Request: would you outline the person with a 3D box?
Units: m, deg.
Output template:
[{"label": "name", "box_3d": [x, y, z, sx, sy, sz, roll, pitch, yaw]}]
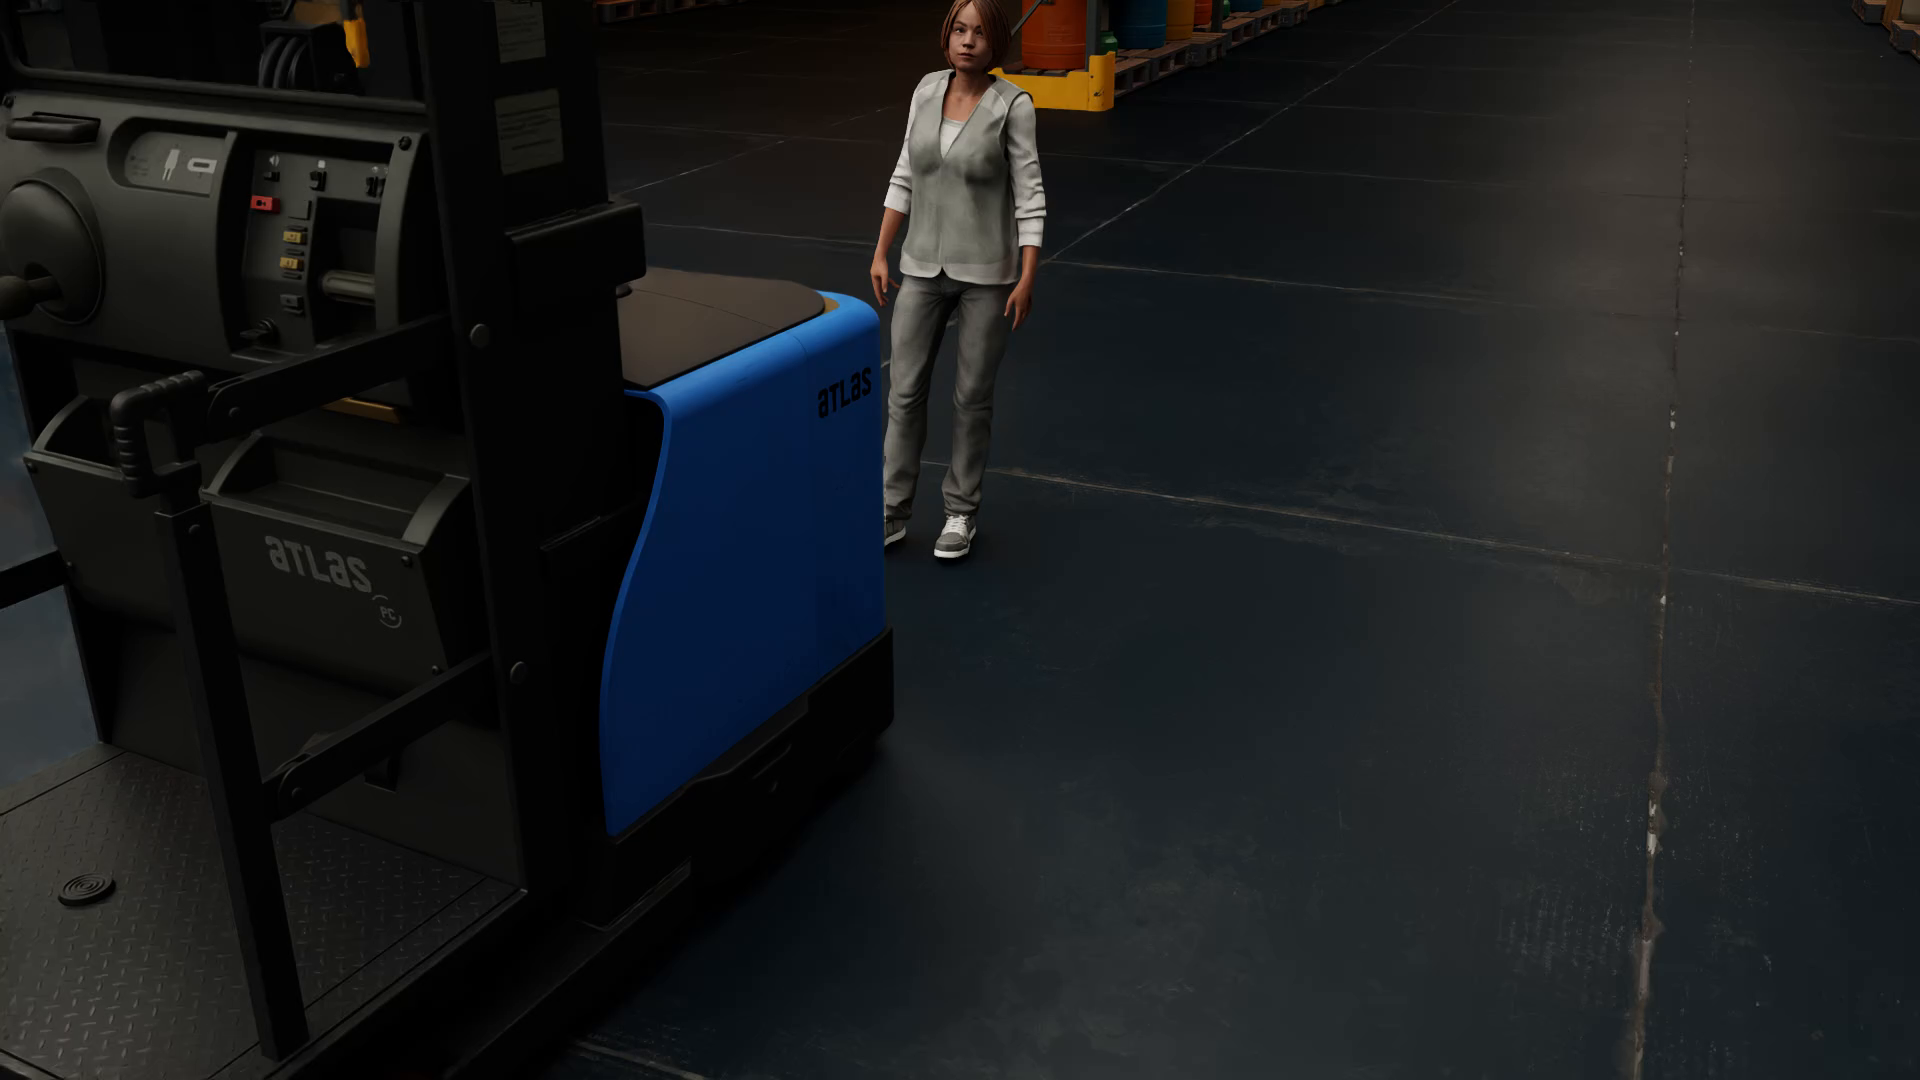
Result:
[{"label": "person", "box_3d": [-0.041, -0.716, 4.725, 0.521, 1.592, 0.473, 9, 24, 21]}]

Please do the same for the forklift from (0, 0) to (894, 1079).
[{"label": "forklift", "box_3d": [-1.288, -0.465, 2.405, 1.130, 2.935, 3.031, 11, 25, 25]}]
